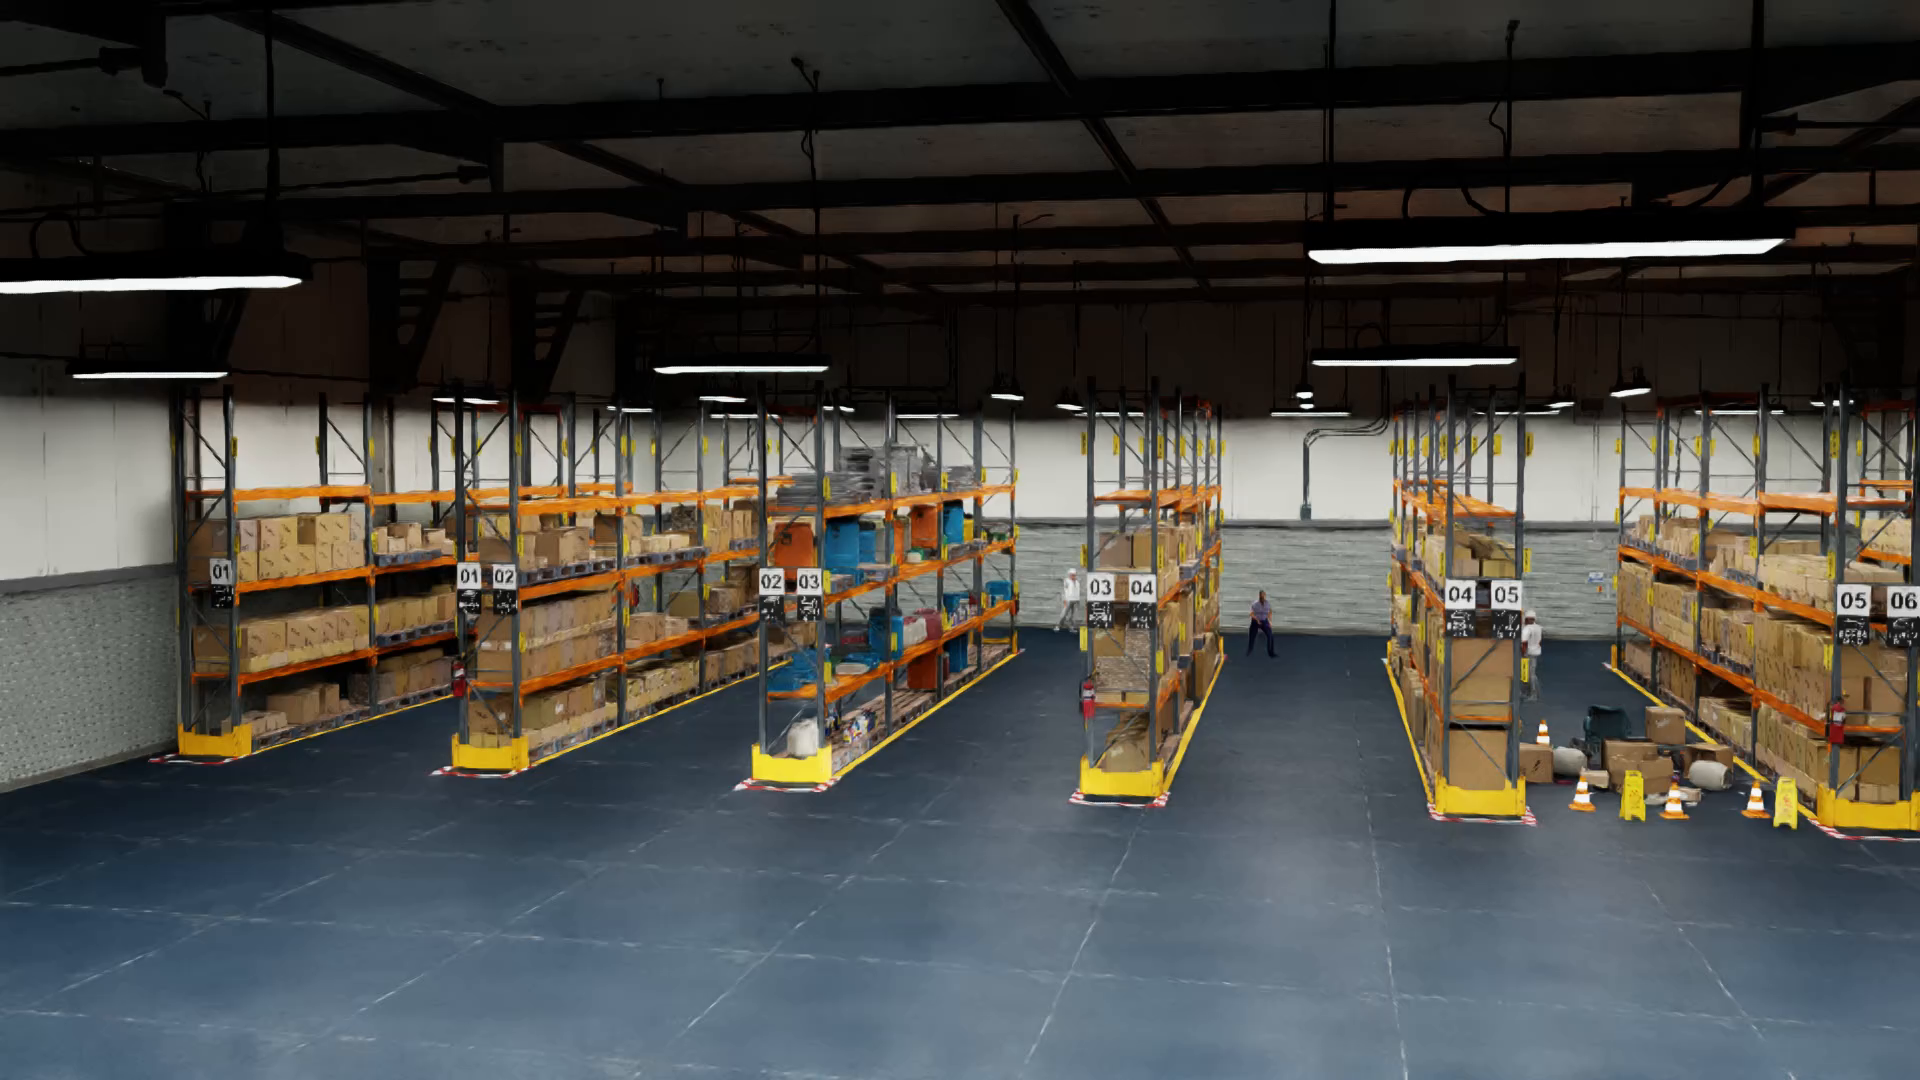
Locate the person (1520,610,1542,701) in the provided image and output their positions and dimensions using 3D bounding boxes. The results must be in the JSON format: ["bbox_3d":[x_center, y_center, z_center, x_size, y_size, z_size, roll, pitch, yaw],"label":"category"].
[{"bbox_3d":[11.243,2.267,32.866,0.573,1.764,0.669,3,4,42],"label":"person"}]

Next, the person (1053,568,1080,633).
[{"bbox_3d":[2.873,1.625,44.717,0.727,1.759,0.520,-2,4,-31],"label":"person"}]

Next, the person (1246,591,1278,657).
[{"bbox_3d":[7.200,1.982,39.746,0.655,1.582,0.817,0,3,-6],"label":"person"}]
